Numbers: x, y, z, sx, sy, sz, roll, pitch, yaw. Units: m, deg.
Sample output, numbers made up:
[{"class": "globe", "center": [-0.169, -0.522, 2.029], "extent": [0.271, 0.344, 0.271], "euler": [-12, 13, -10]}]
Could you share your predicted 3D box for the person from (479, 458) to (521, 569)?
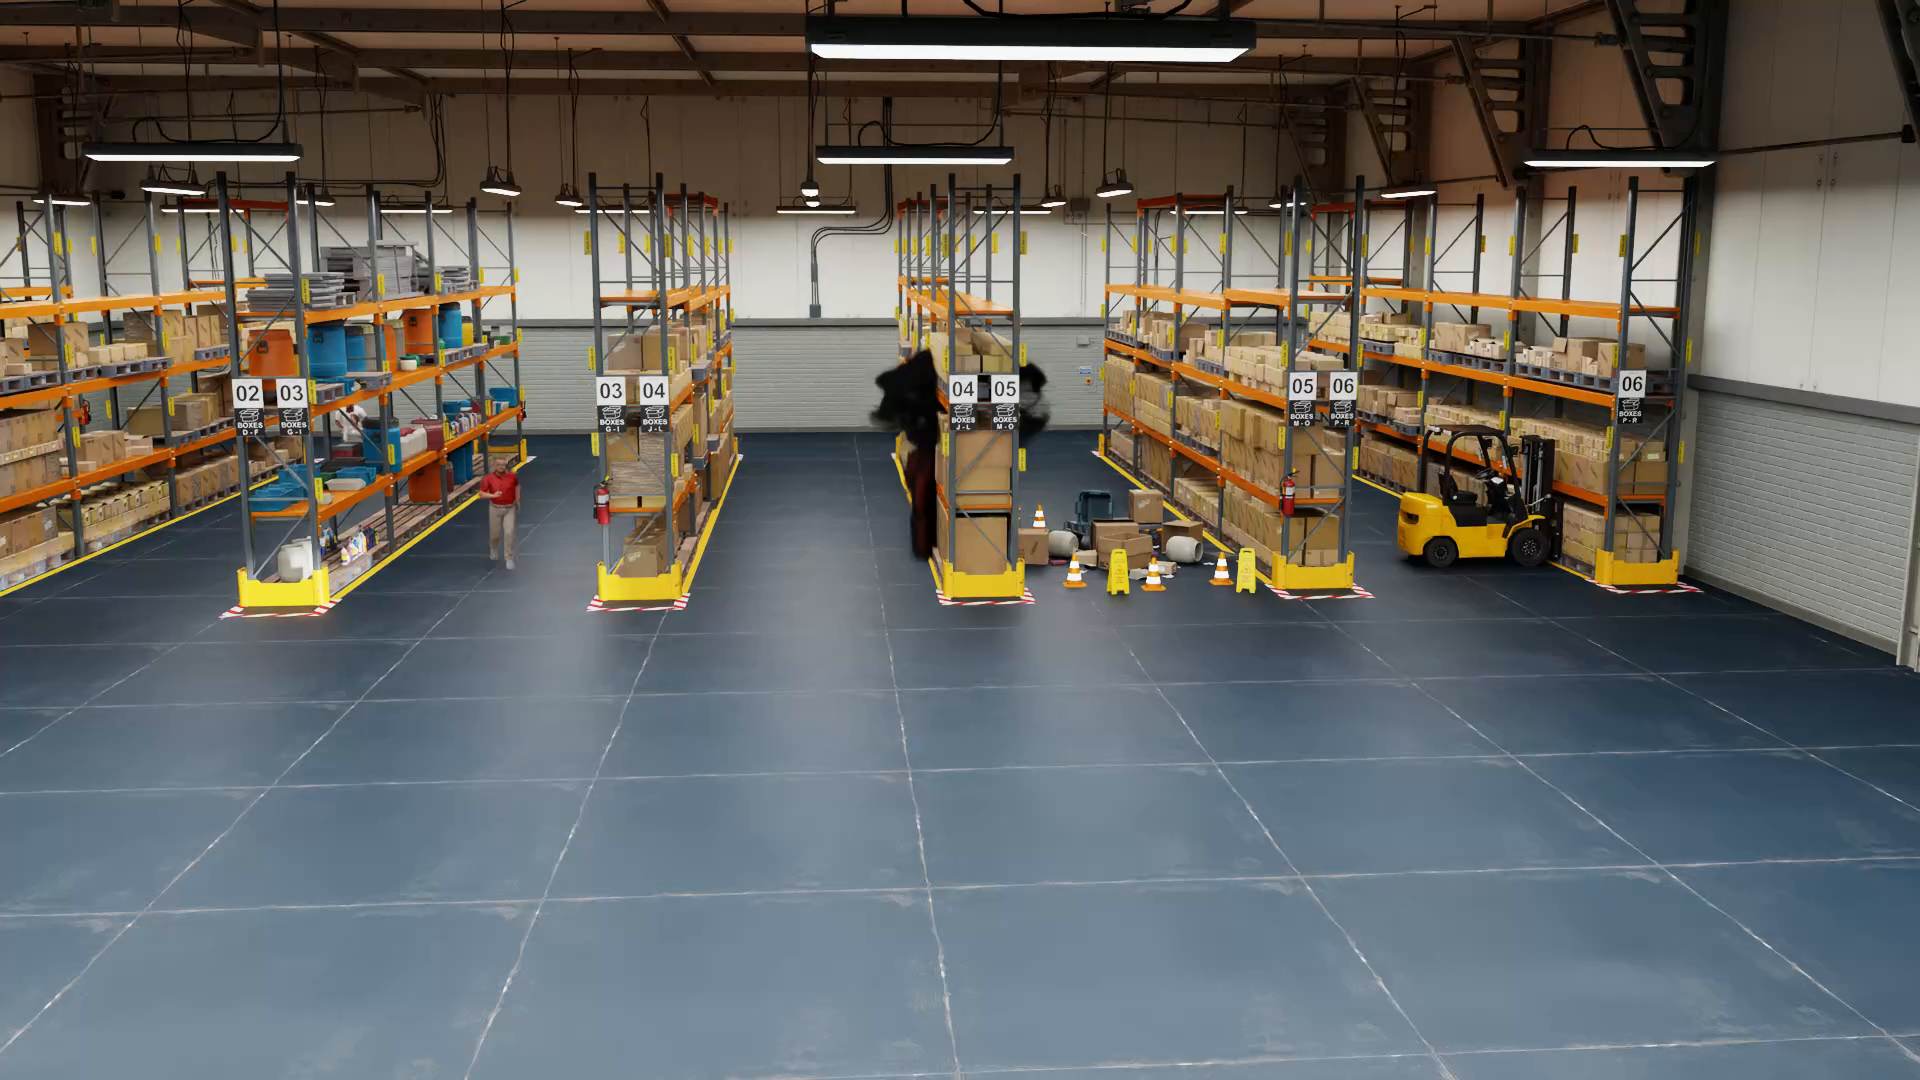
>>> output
[{"class": "person", "center": [-7.217, -0.442, 26.178], "extent": [0.679, 1.710, 0.876], "euler": [-5, 11, -26]}]

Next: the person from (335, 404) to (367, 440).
[{"class": "person", "center": [-13.685, -2.396, 37.418], "extent": [0.686, 1.703, 0.752], "euler": [-3, 10, -14]}]

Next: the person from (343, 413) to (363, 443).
[{"class": "person", "center": [-12.474, -1.808, 34.372], "extent": [0.508, 1.590, 0.667], "euler": [0, 10, -1]}]
